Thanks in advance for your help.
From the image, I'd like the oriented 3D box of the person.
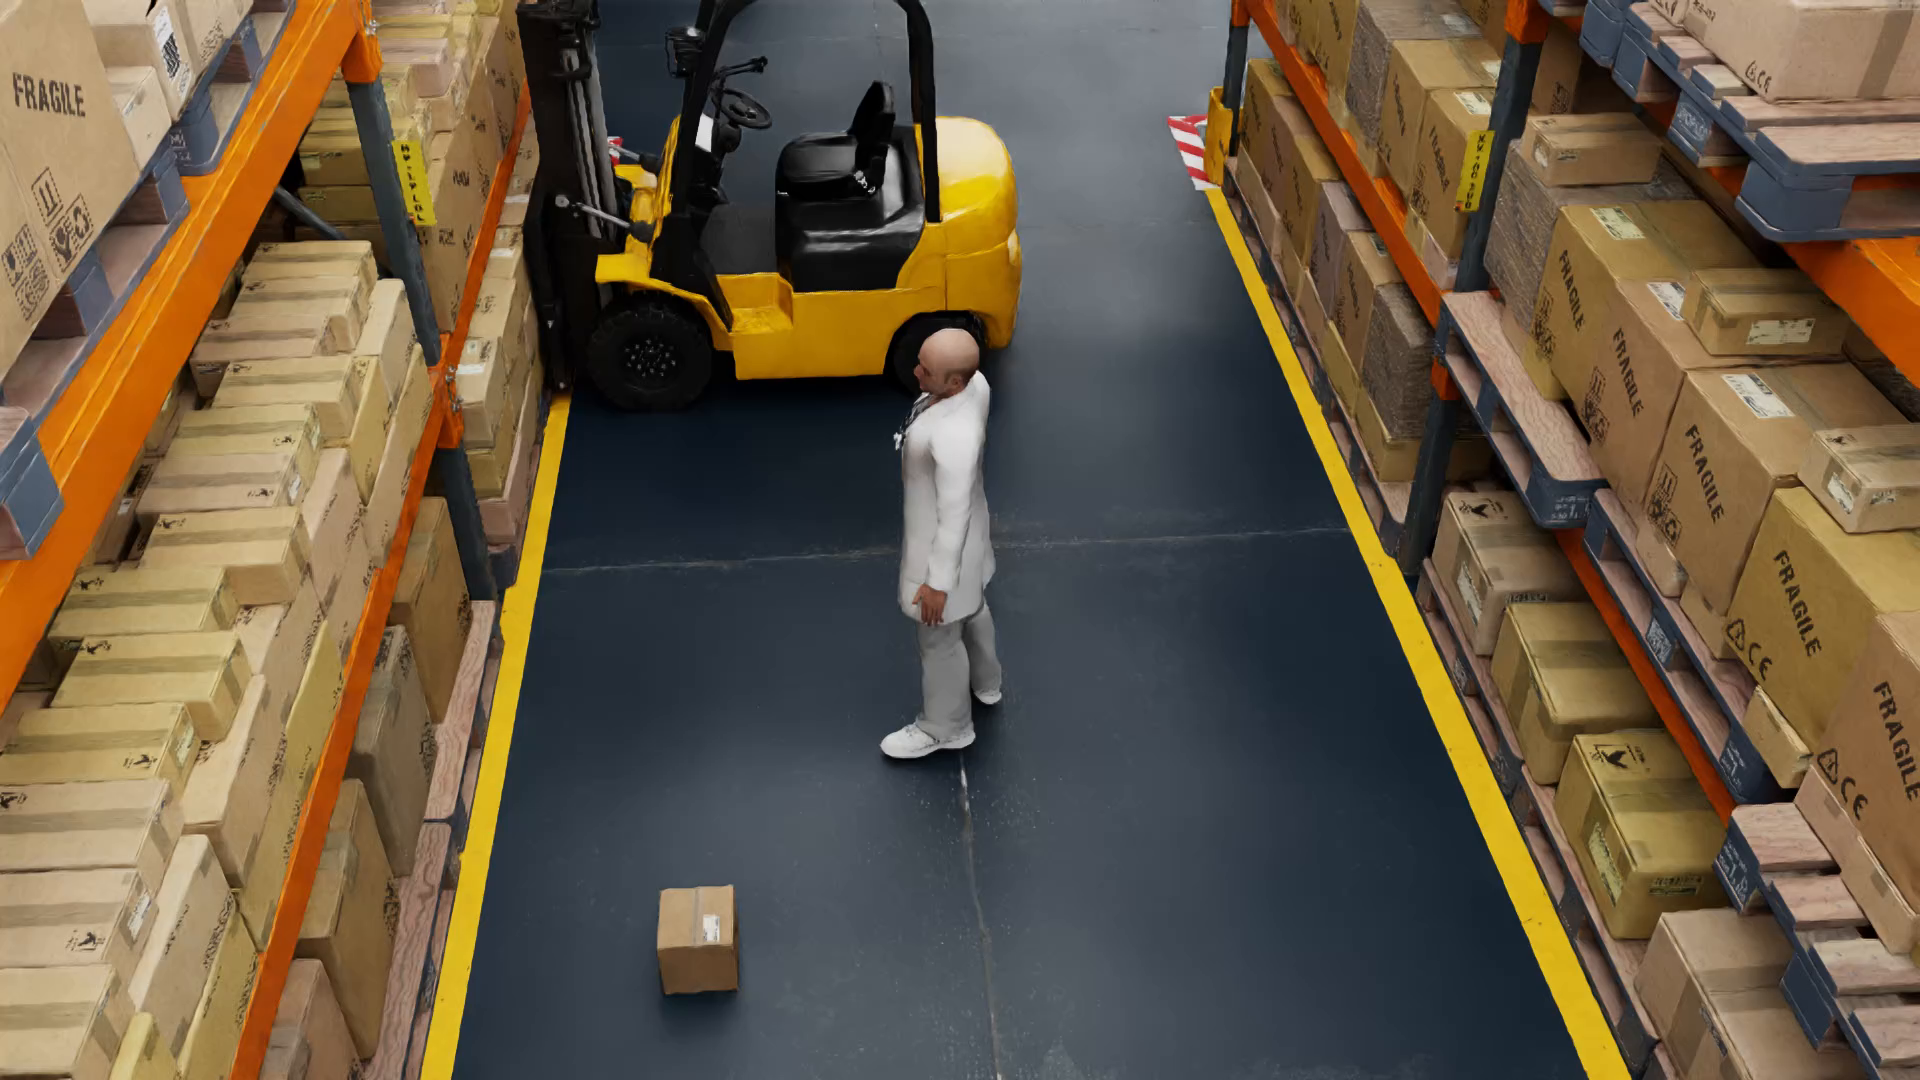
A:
[{"bbox_3d":[-0.059,-0.006,6.127,0.428,1.784,0.717,6,39,7],"label":"person"}]
